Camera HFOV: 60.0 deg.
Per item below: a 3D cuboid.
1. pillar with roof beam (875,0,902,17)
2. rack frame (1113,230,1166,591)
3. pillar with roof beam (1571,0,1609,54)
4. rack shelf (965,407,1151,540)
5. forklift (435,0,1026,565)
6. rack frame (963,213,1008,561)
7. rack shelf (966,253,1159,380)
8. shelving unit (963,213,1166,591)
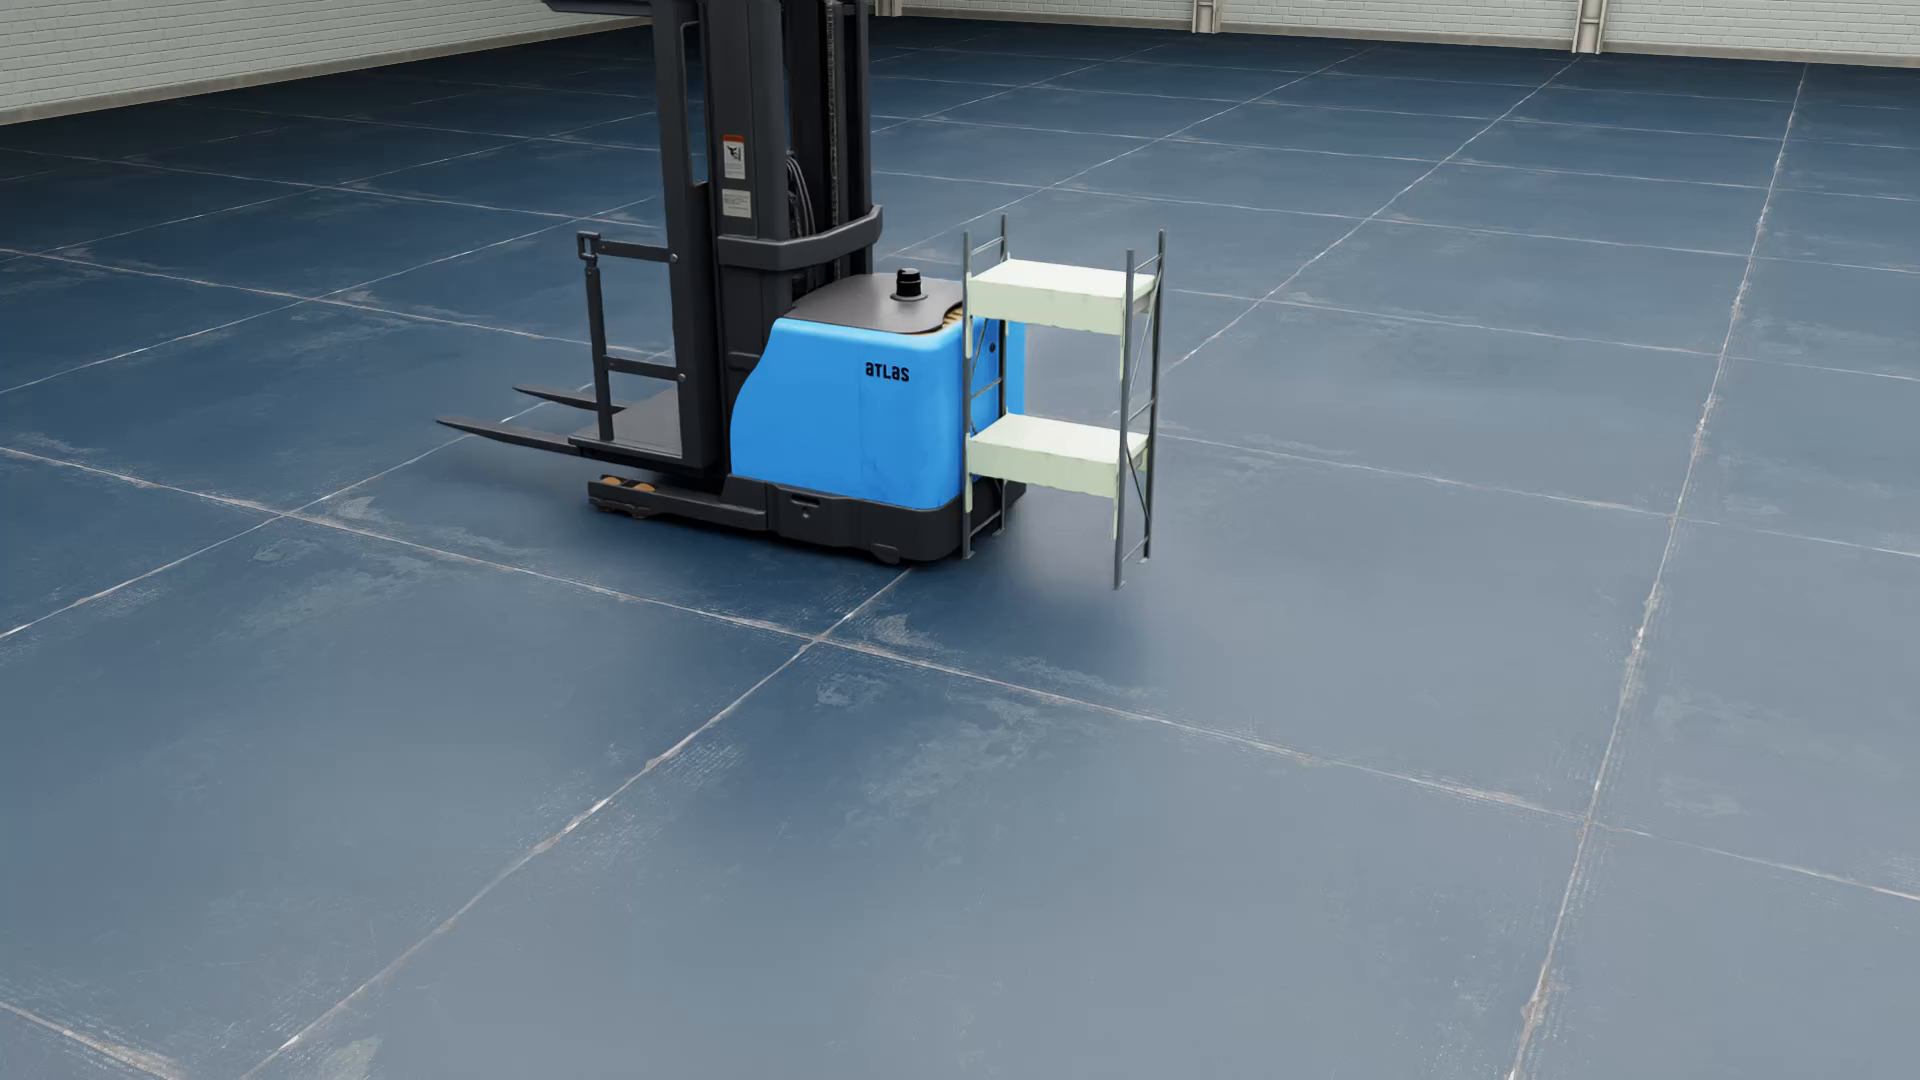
[{"bbox_3d":[-3.226,-12.097,24.697,0.400,9.000,9.100,11,25,25],"label":"pillar with roof beam"},{"bbox_3d":[0.766,-0.541,7.106,0.023,1.500,0.400,11,25,24],"label":"rack frame"},{"bbox_3d":[7.483,-9.978,19.714,0.400,9.000,9.100,11,25,25],"label":"pillar with roof beam"},{"bbox_3d":[0.439,-0.305,7.383,0.720,0.370,0.431,11,25,24],"label":"rack shelf"},{"bbox_3d":[-1.230,-1.622,7.820,3.031,2.935,1.130,11,25,24],"label":"forklift"},{"bbox_3d":[0.111,-0.669,7.406,0.023,1.500,0.400,11,25,24],"label":"rack frame"},{"bbox_3d":[0.439,-0.964,7.103,0.720,0.370,0.431,11,25,24],"label":"rack shelf"},{"bbox_3d":[0.439,-0.605,7.256,0.755,1.500,0.431,11,25,24],"label":"shelving unit"}]
